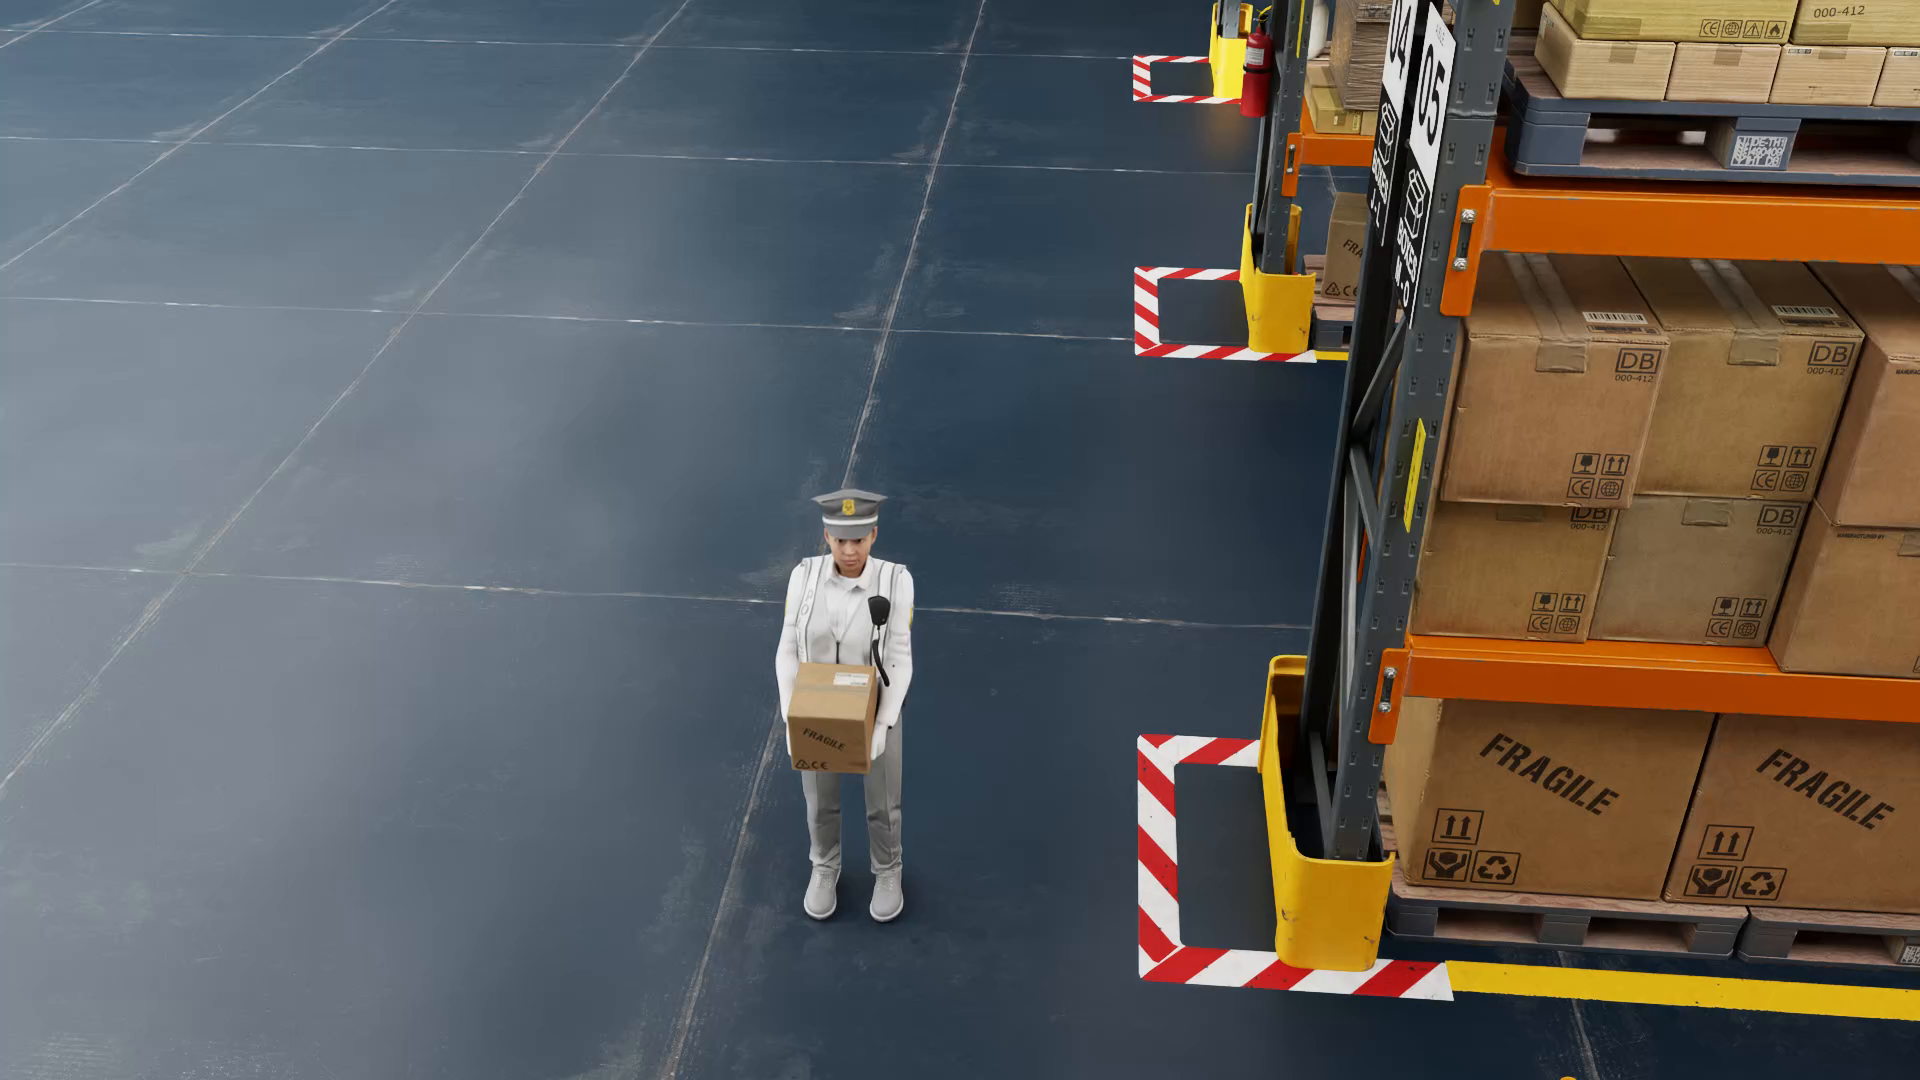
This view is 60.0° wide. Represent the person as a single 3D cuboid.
[{"bbox_3d":[-0.385,0.611,5.642,0.459,1.686,0.563,3,32,5],"label":"person"}]
